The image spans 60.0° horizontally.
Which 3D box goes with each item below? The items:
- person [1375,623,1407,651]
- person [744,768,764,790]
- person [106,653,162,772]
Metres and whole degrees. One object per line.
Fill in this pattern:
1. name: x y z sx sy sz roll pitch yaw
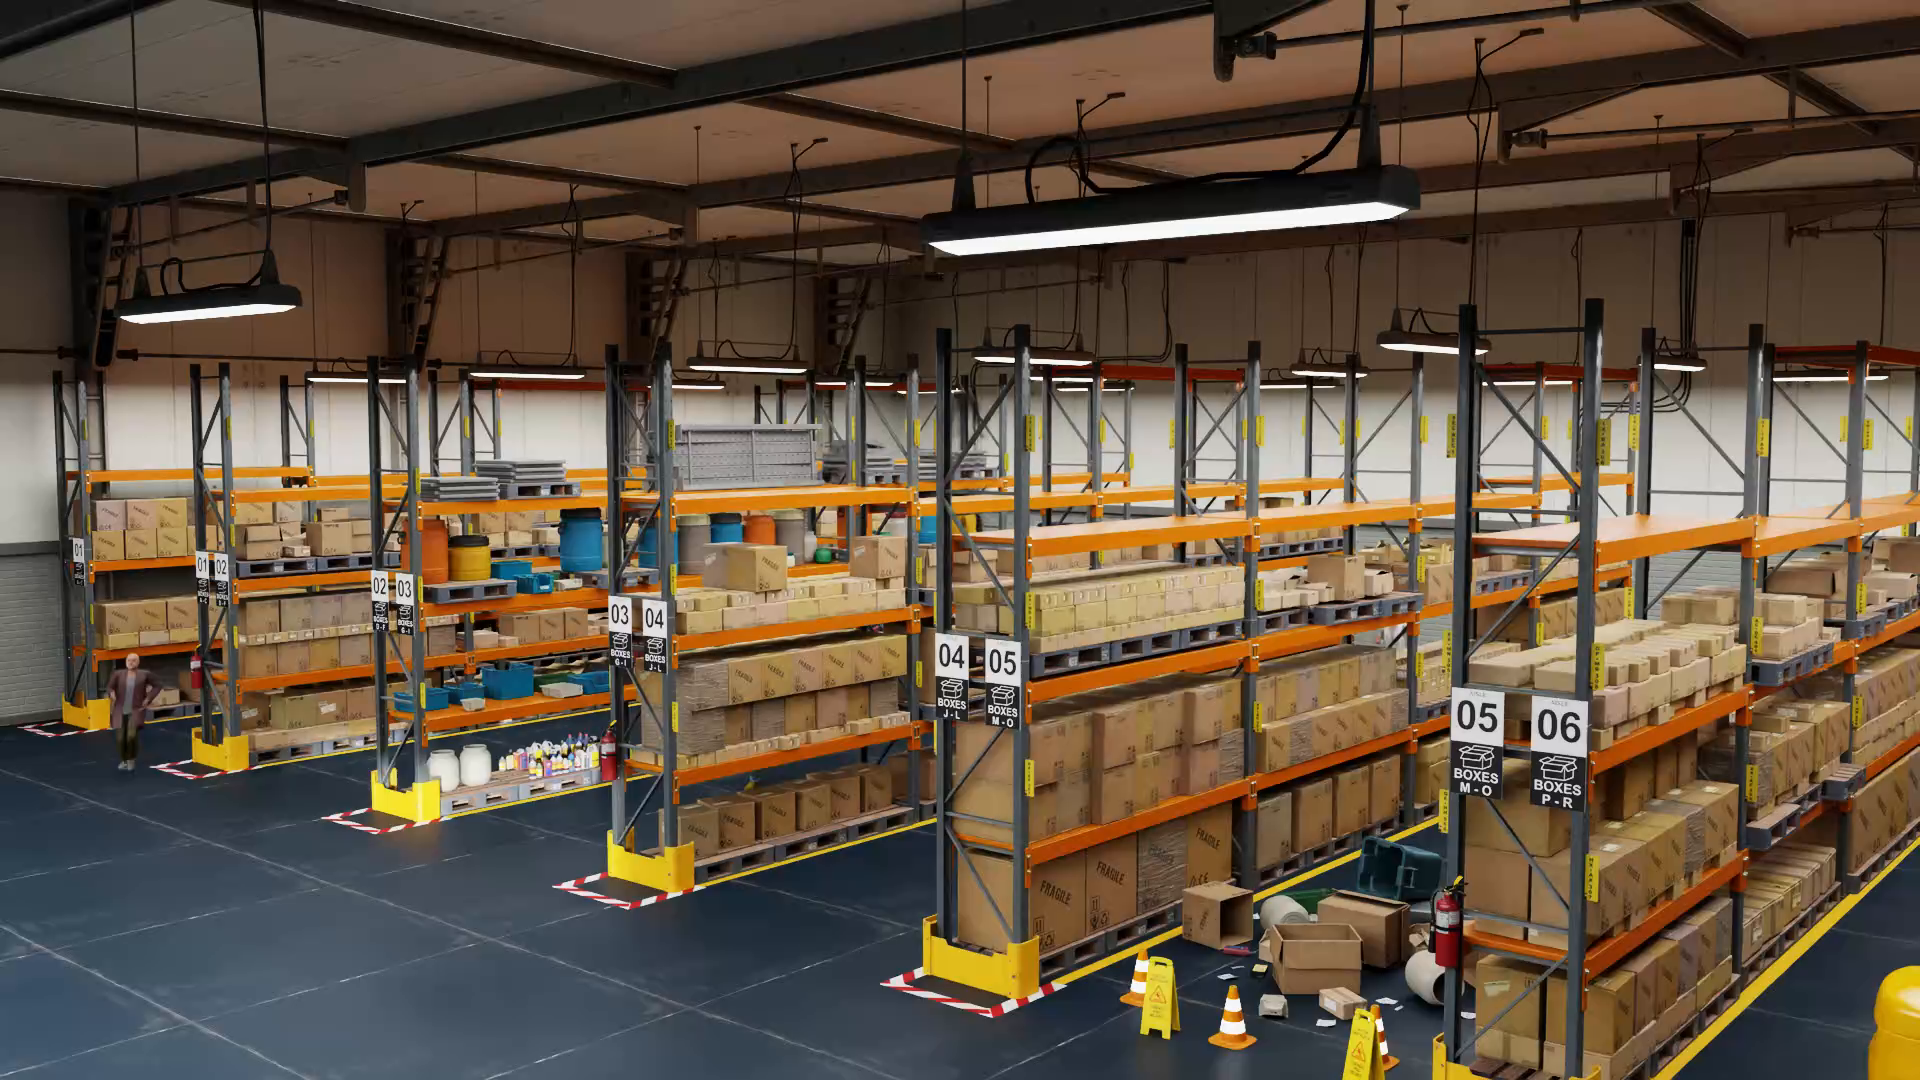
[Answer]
1. person: 7.821 2.107 29.932 0.672 1.813 0.983 2 5 28
2. person: -2.888 2.655 23.342 0.692 1.688 0.766 2 4 21
3. person: -12.151 2.541 24.392 0.716 1.761 0.710 -1 4 -11
